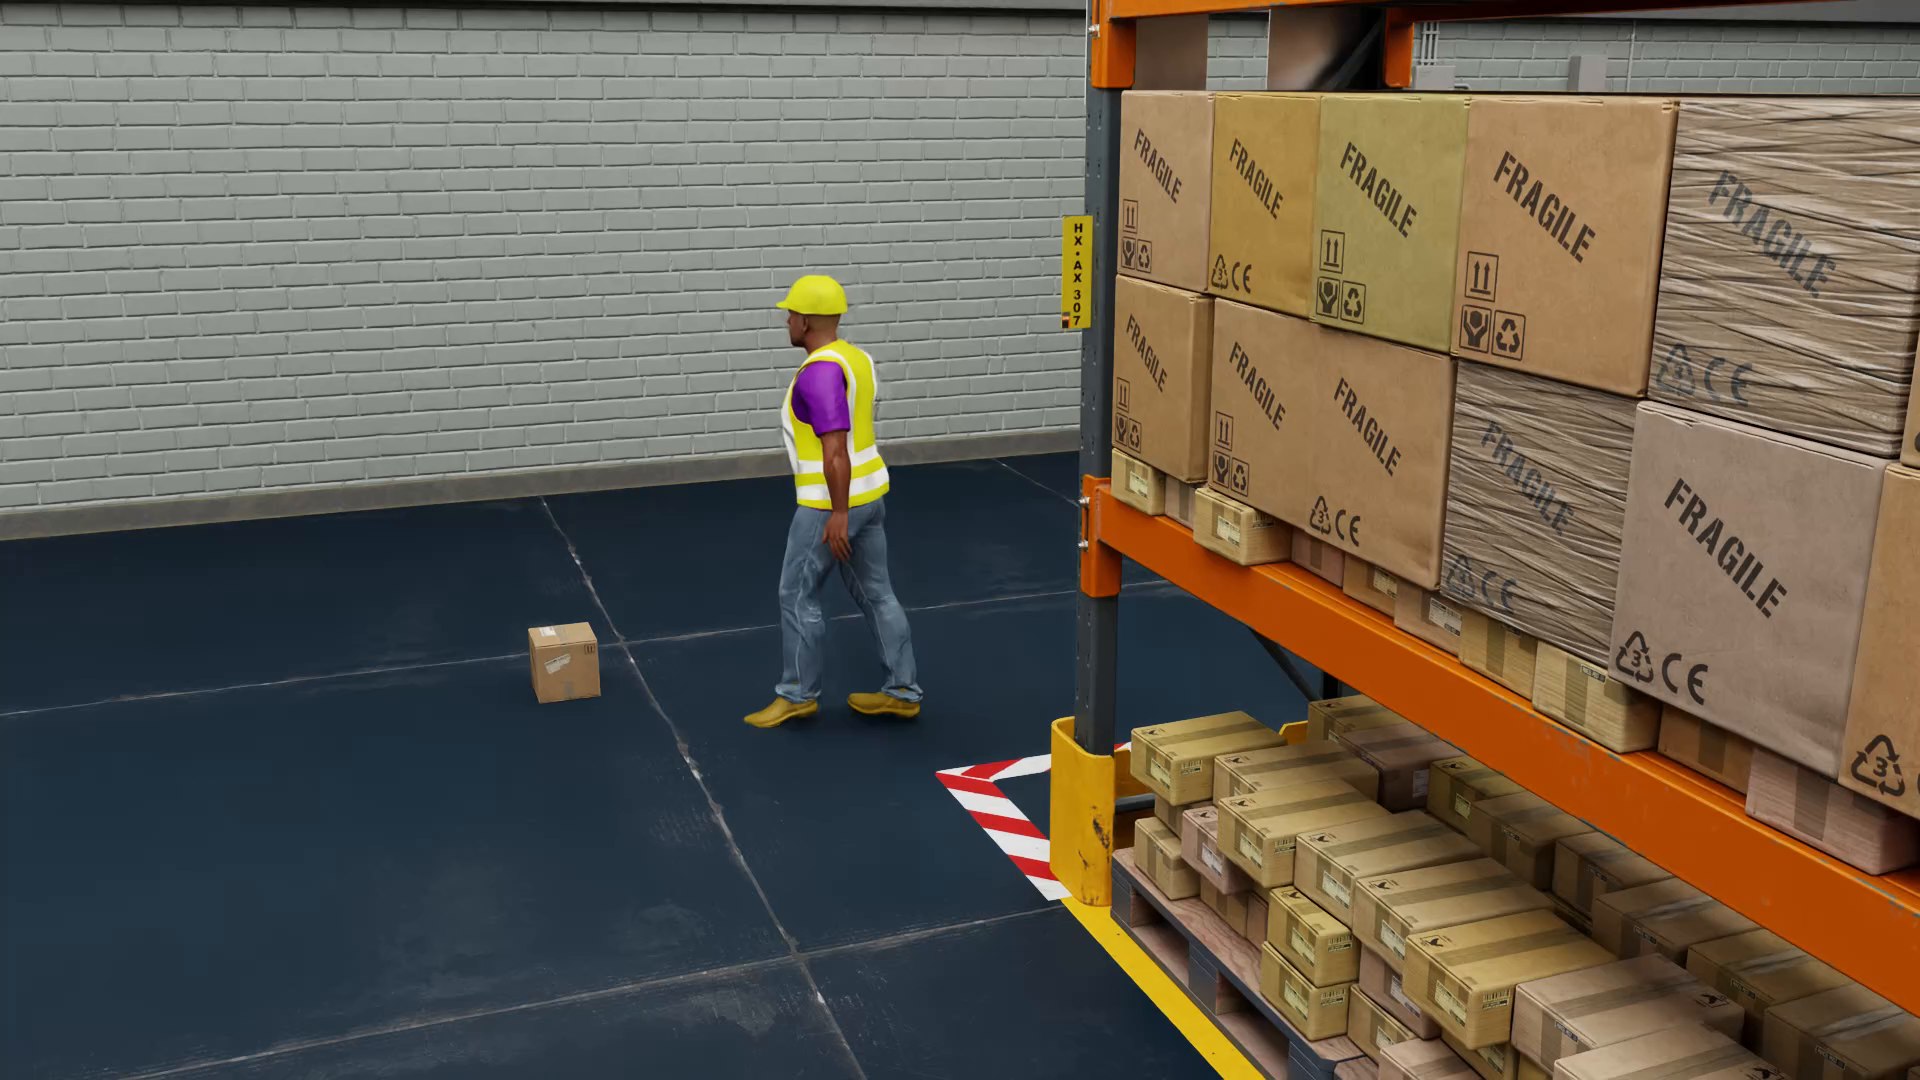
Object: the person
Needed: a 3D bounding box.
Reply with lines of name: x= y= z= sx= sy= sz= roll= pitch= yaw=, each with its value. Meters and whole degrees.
person: x=-0.473 y=-0.132 z=6.498 sx=0.695 sy=1.784 sz=0.615 roll=6 pitch=16 yaw=19
